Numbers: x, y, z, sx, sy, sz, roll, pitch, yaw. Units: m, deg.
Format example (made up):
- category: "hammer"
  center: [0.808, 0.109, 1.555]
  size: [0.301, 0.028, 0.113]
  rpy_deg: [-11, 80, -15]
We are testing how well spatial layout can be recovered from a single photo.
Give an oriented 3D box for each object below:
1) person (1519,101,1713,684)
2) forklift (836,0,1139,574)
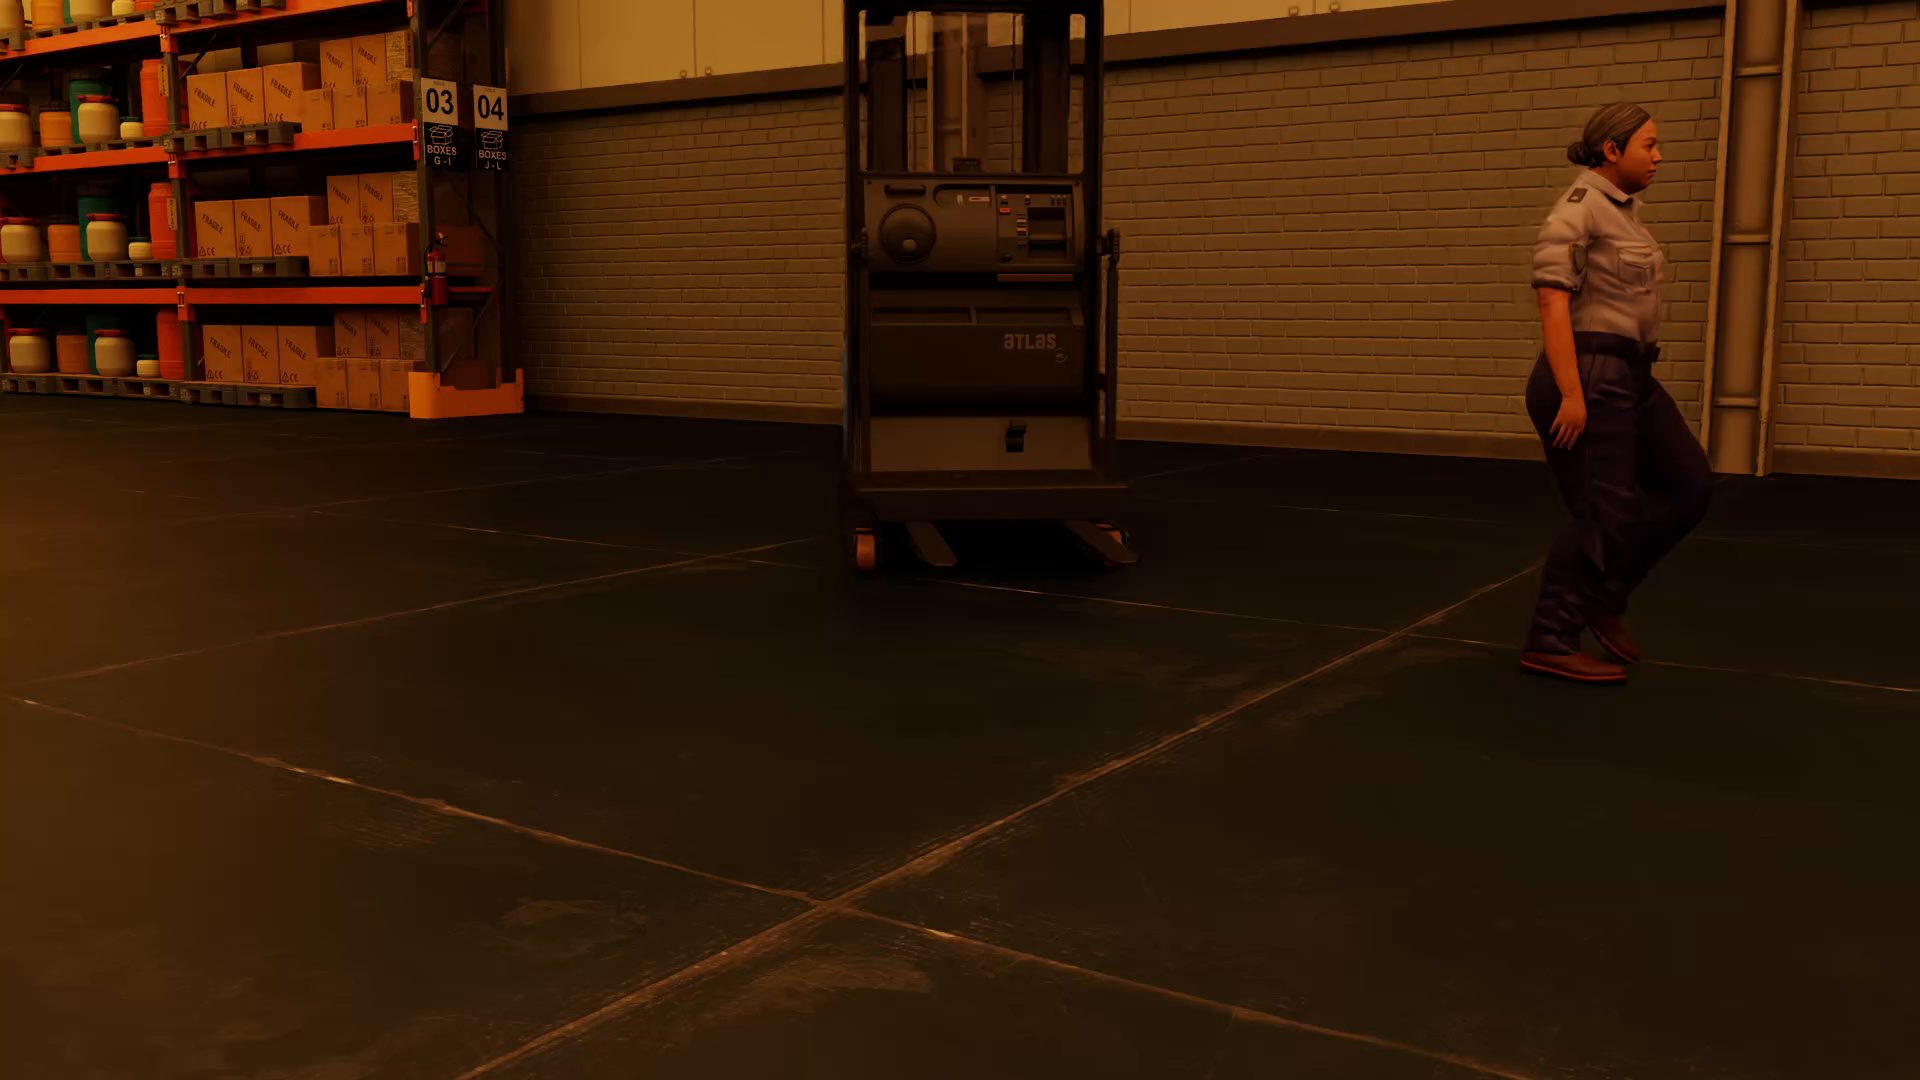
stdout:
- category: "person"
  center: [1.881, -0.411, 4.741]
  size: [0.465, 1.637, 0.596]
  rpy_deg: [5, 10, 32]
- category: "forklift"
  center: [0.086, -1.364, 6.788]
  size: [1.130, 2.935, 3.031]
  rpy_deg: [-1, 8, -6]
